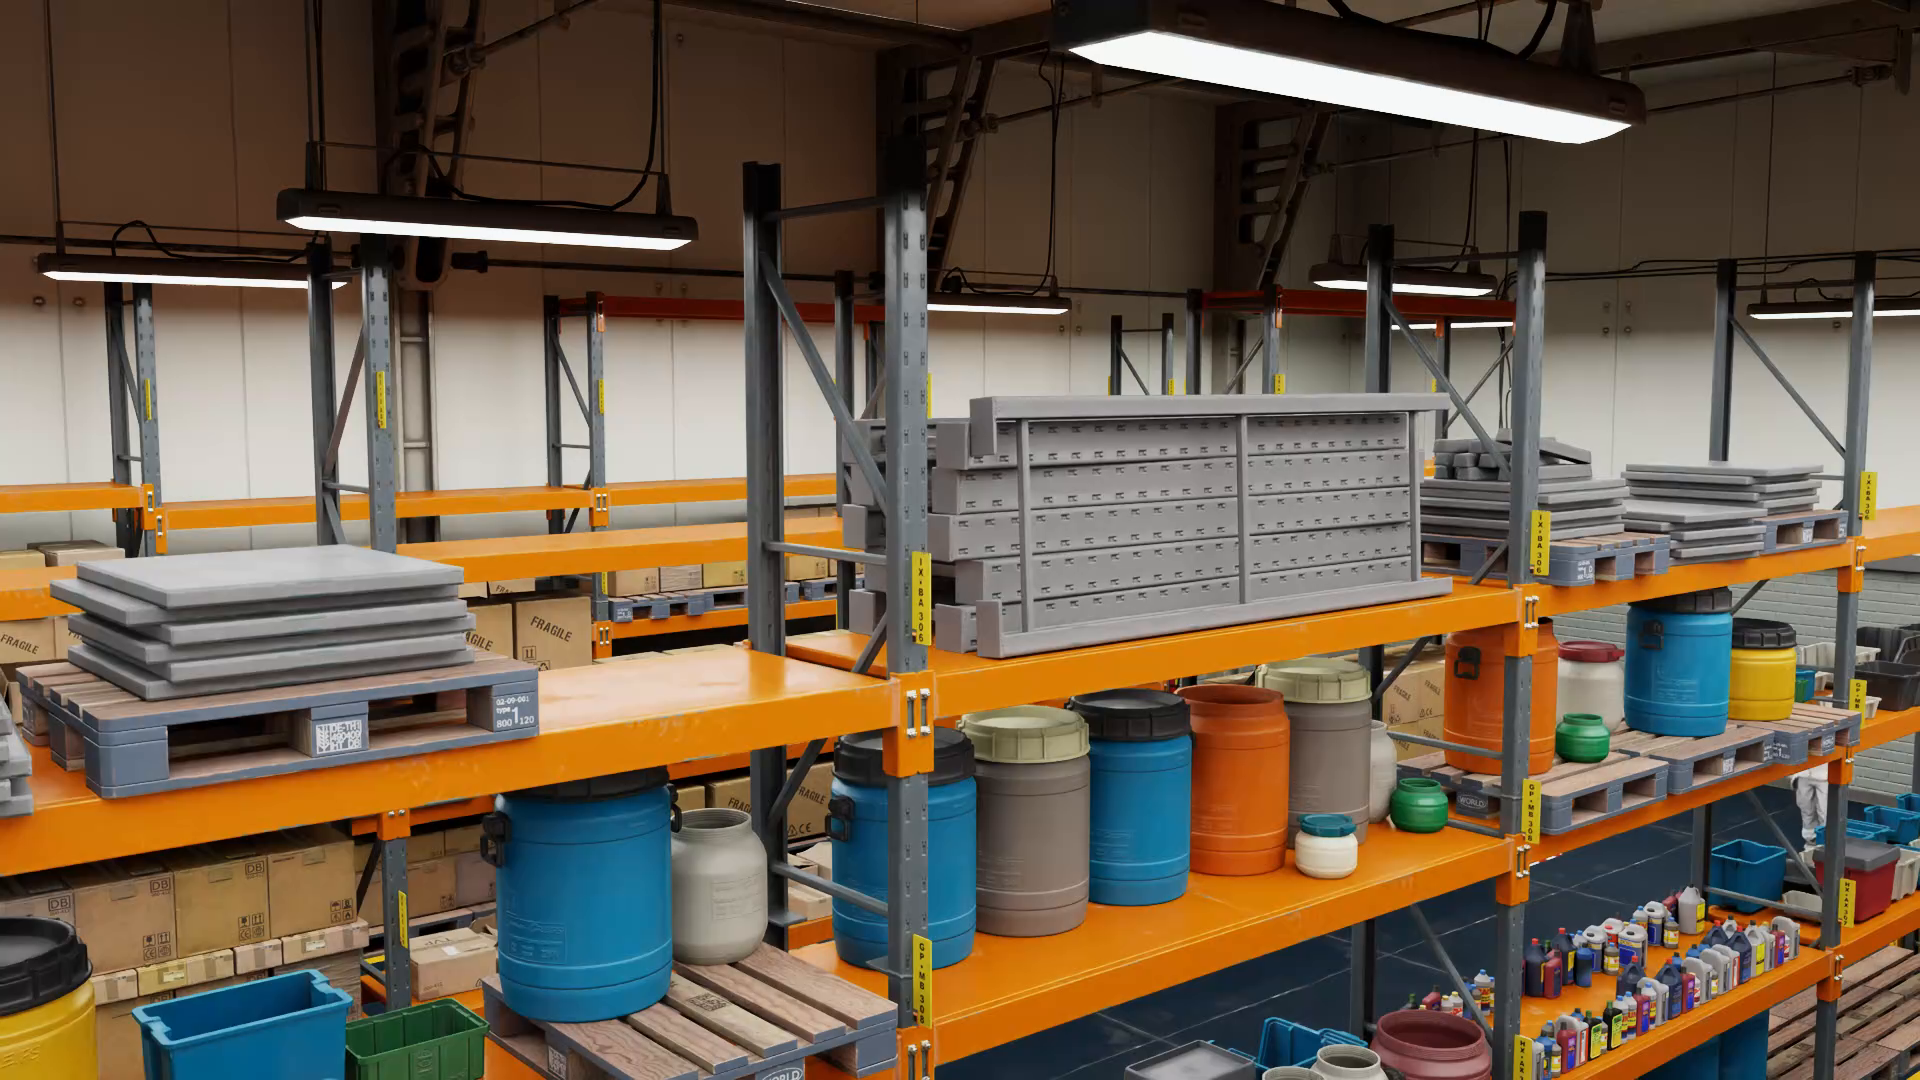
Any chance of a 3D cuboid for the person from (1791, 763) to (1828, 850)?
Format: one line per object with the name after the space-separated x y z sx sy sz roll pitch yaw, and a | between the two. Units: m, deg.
9.081 2.574 17.702 0.593 1.792 0.564 -4 7 -39 | person
